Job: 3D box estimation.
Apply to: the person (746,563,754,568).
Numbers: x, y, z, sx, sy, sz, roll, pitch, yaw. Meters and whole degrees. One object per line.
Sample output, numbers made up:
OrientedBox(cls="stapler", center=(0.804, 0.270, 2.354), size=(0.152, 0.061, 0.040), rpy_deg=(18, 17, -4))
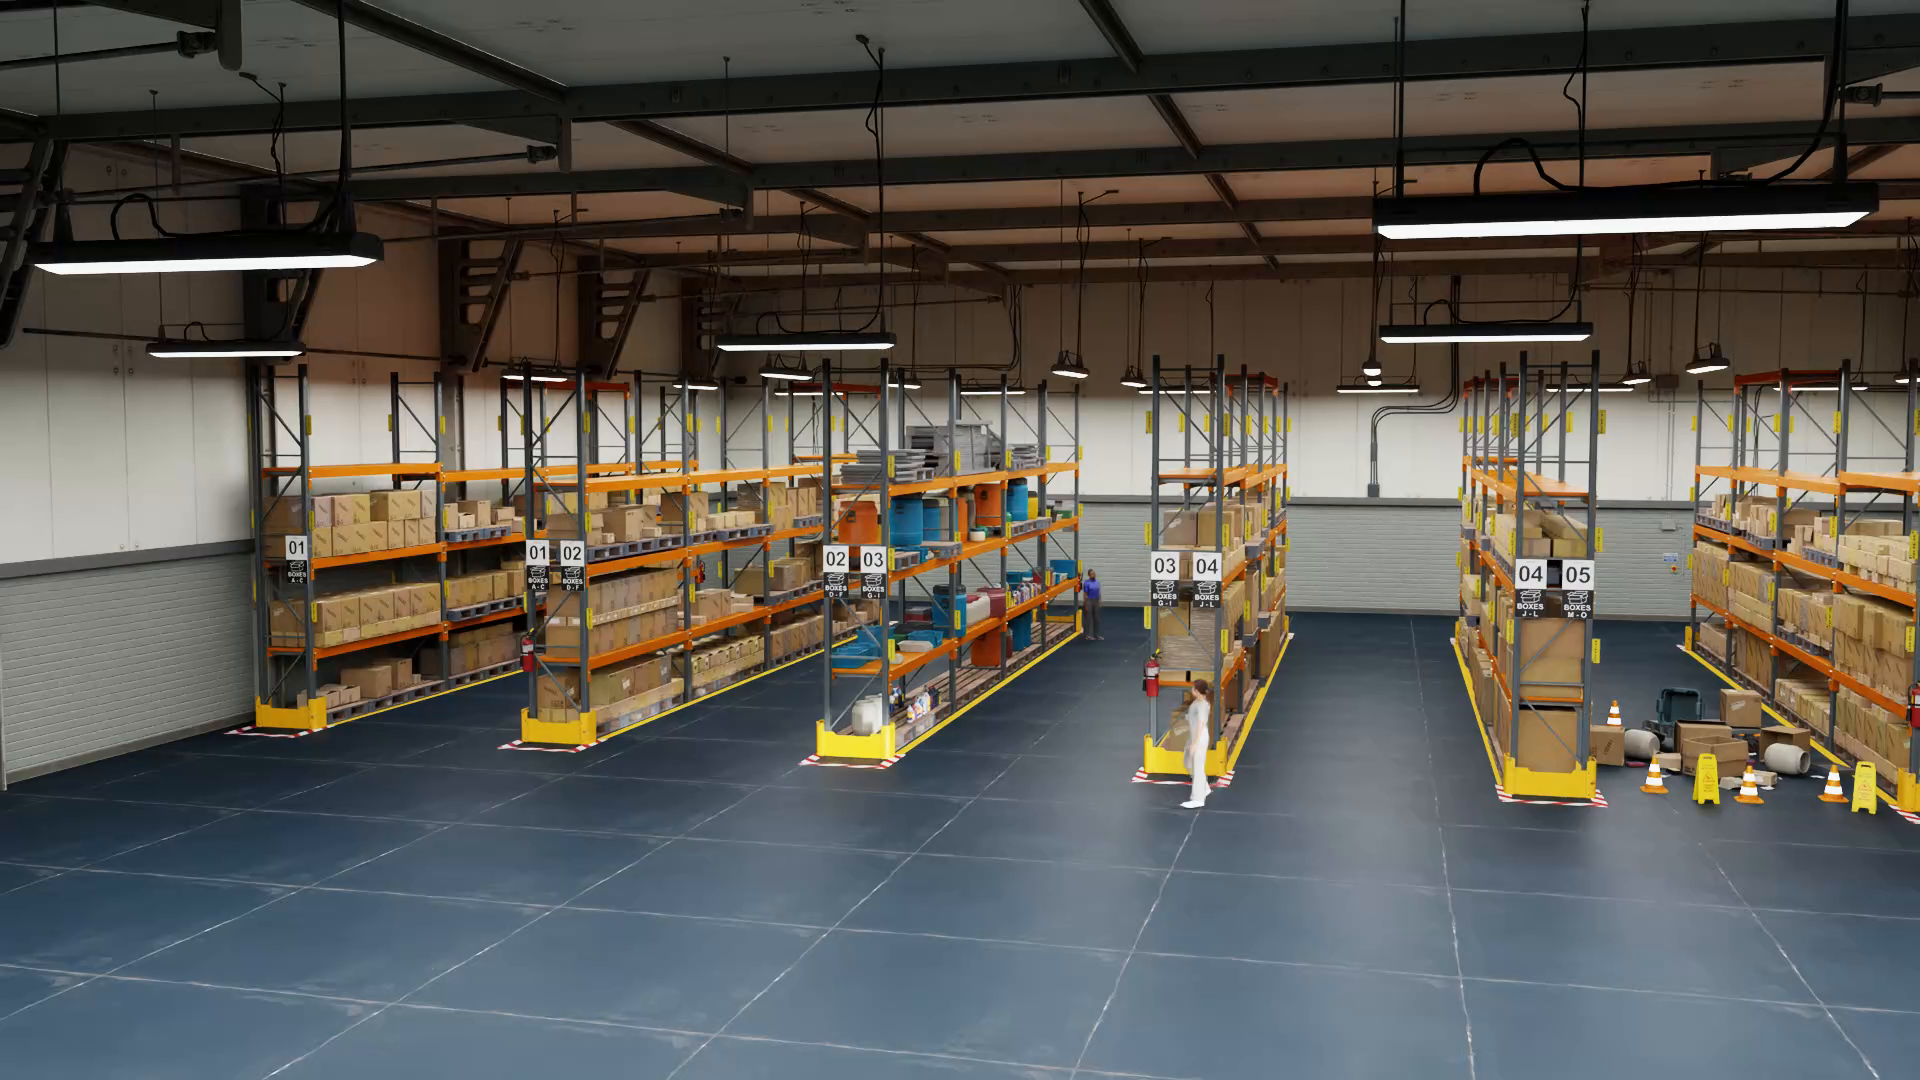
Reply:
OrientedBox(cls="person", center=(-4.834, 1.424, 39.044), size=(0.624, 1.774, 0.579), rpy_deg=(2, 4, 24))

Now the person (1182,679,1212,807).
OrientedBox(cls="person", center=(3.113, 2.653, 21.899), size=(0.466, 1.674, 0.563), rpy_deg=(0, 4, -5))

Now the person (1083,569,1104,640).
OrientedBox(cls="person", center=(3.094, 1.539, 38.762), size=(0.520, 1.599, 0.326), rpy_deg=(-2, 5, -30))
